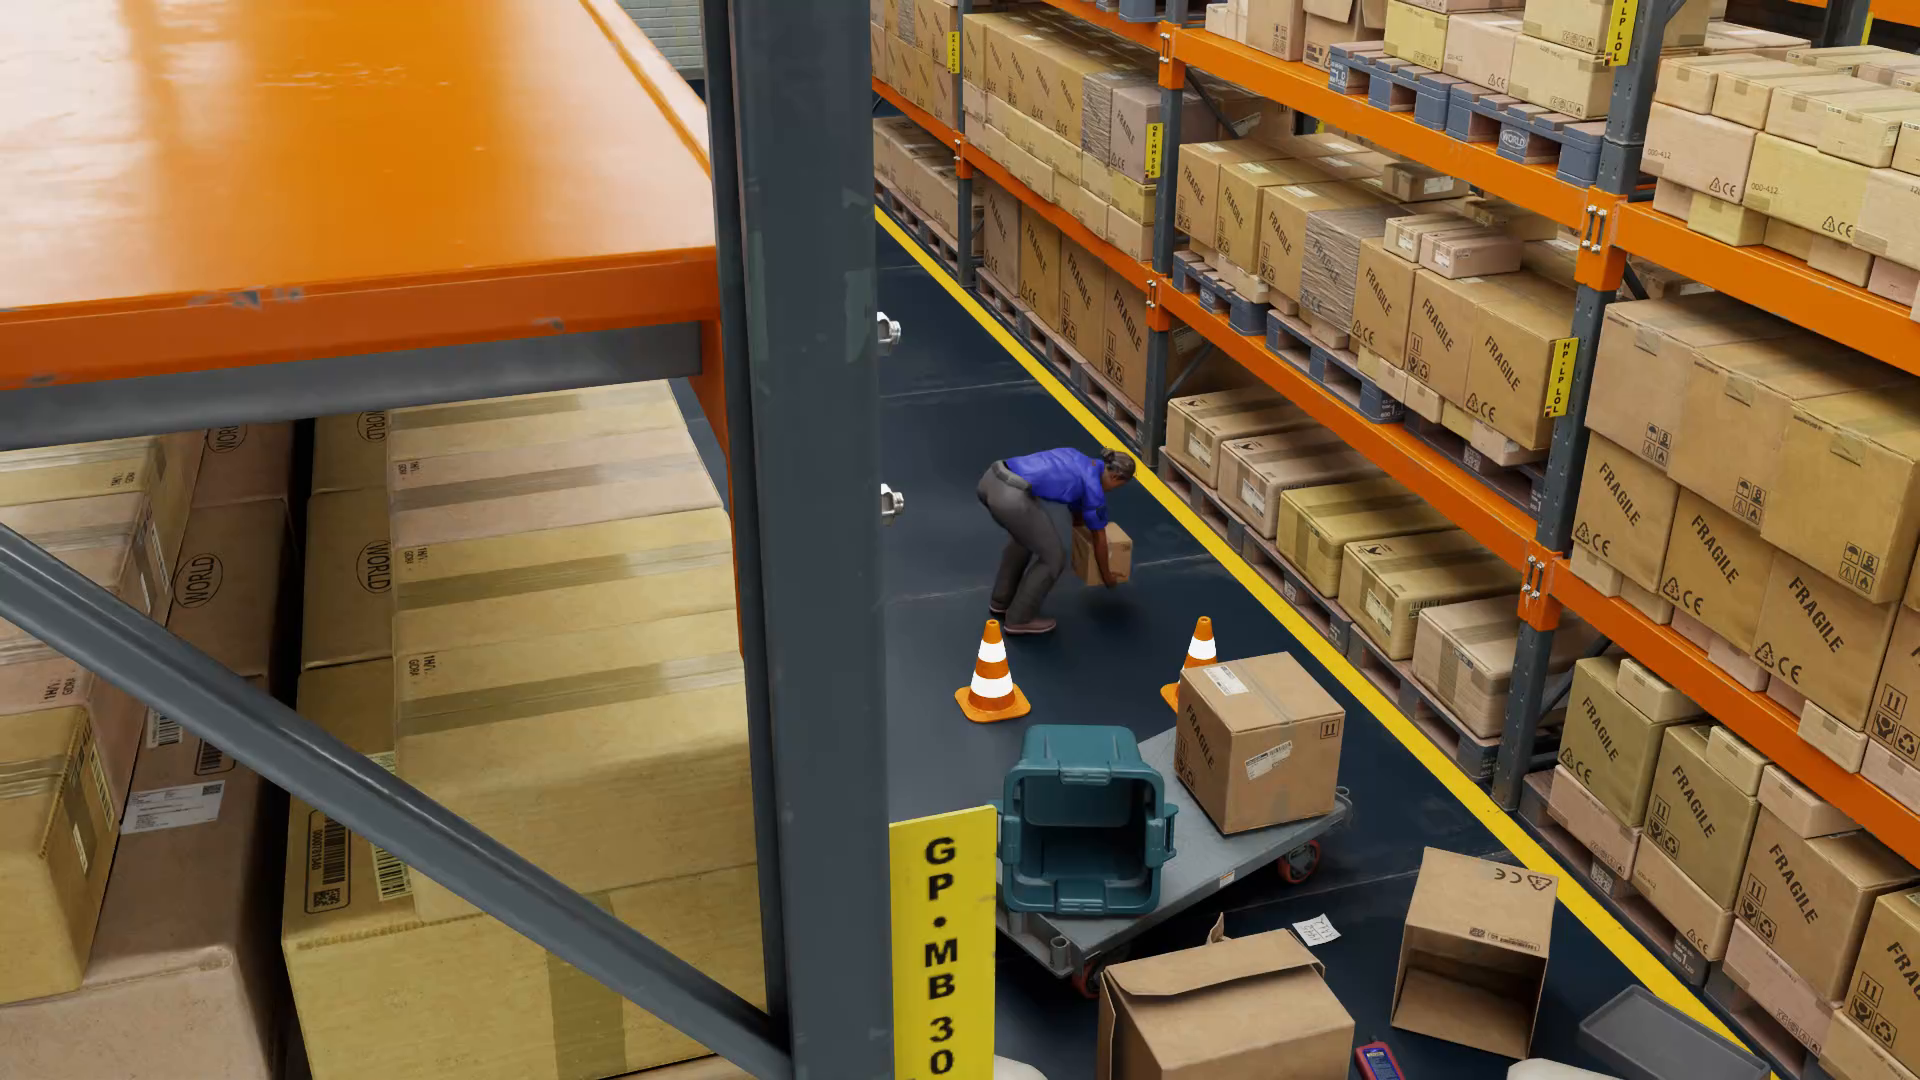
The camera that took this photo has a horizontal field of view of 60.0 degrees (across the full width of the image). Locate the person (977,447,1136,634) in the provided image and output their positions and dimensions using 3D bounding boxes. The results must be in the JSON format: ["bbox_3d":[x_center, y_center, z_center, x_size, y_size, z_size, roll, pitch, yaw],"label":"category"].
[{"bbox_3d":[0.527,-0.022,8.950,0.878,0.961,0.445,-9,28,-18],"label":"person"}]
